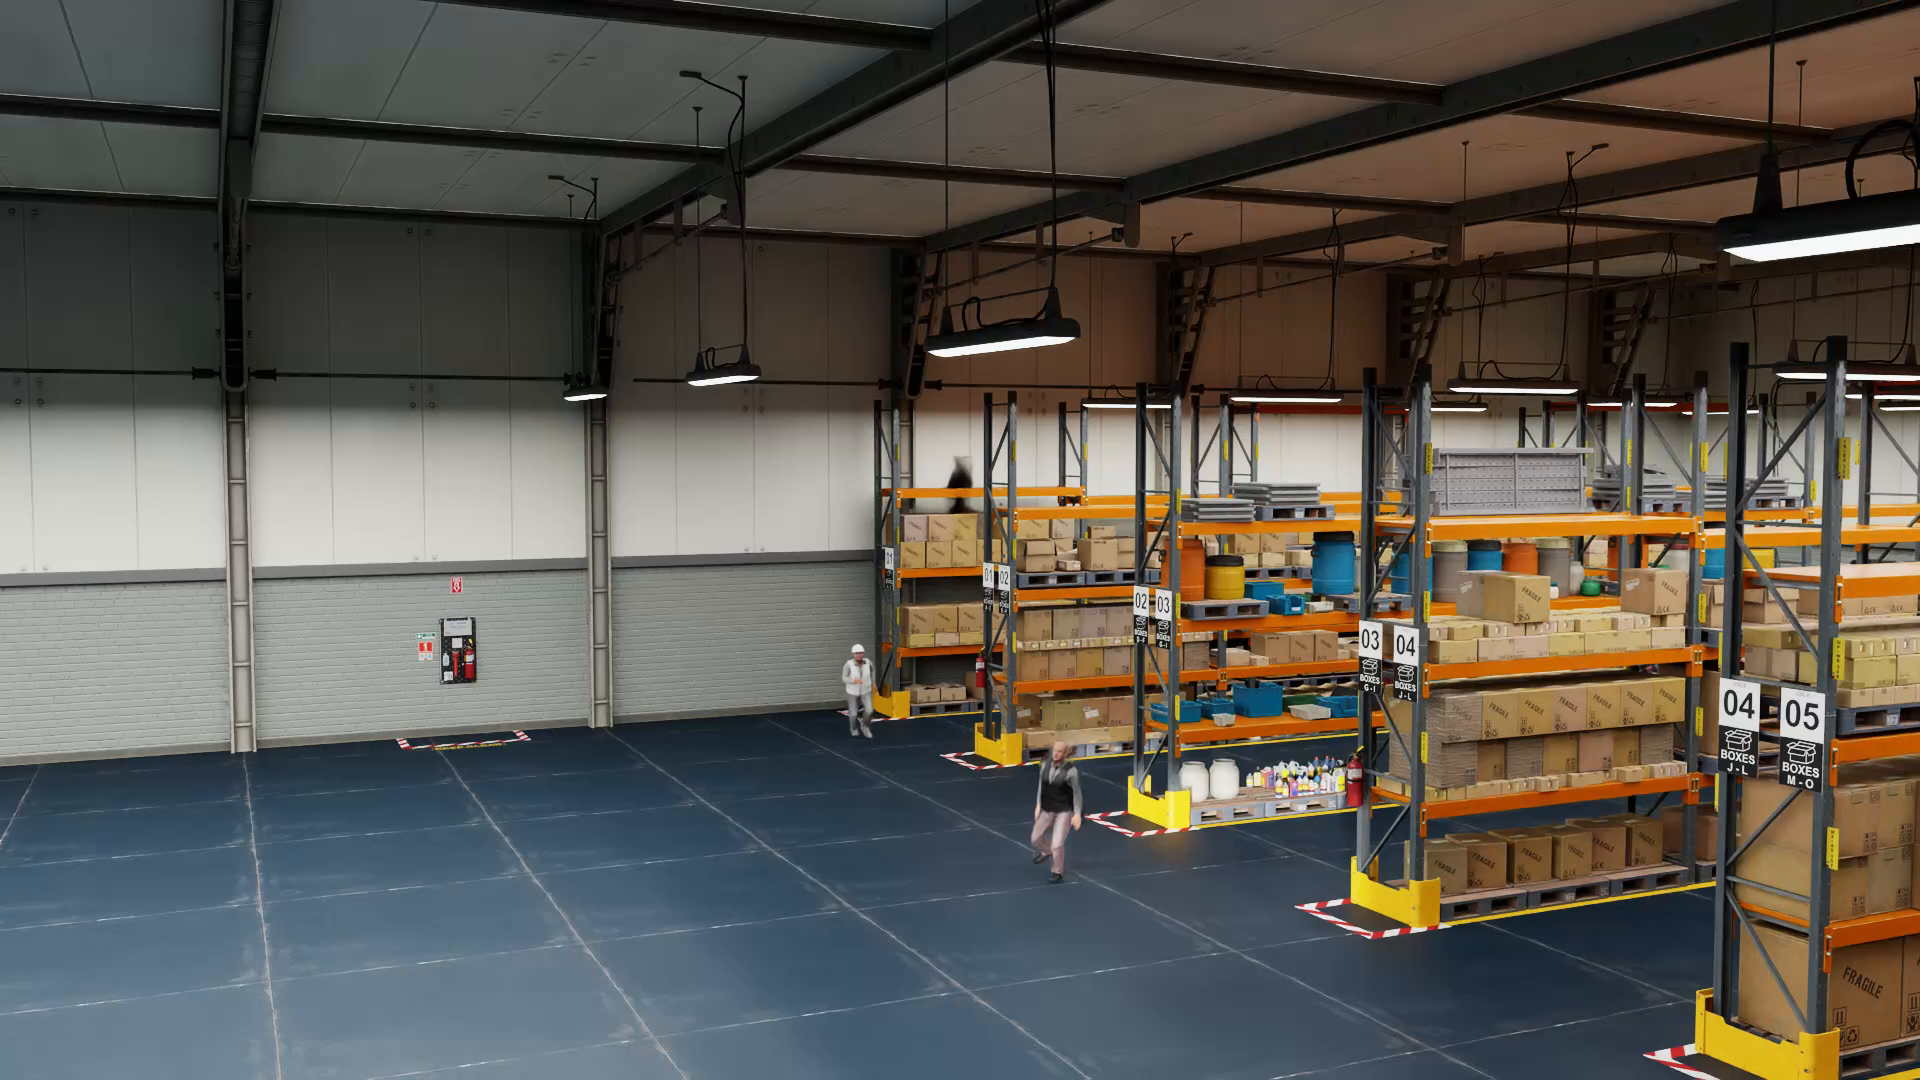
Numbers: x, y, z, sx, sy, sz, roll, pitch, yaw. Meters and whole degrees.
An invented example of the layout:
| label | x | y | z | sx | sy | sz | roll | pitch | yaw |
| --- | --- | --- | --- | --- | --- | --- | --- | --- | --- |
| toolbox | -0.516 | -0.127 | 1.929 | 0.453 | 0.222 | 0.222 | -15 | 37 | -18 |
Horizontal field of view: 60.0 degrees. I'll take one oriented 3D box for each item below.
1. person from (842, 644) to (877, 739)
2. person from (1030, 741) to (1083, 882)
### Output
| label | x | y | z | sx | sy | sz | roll | pitch | yaw |
| --- | --- | --- | --- | --- | --- | --- | --- | --- | --- |
| person | -1.747 | 2.629 | 28.907 | 0.645 | 1.678 | 0.931 | -1 | 3 | -12 |
| person | 1.130 | 3.178 | 19.708 | 0.808 | 1.661 | 0.581 | 2 | 4 | 35 |
